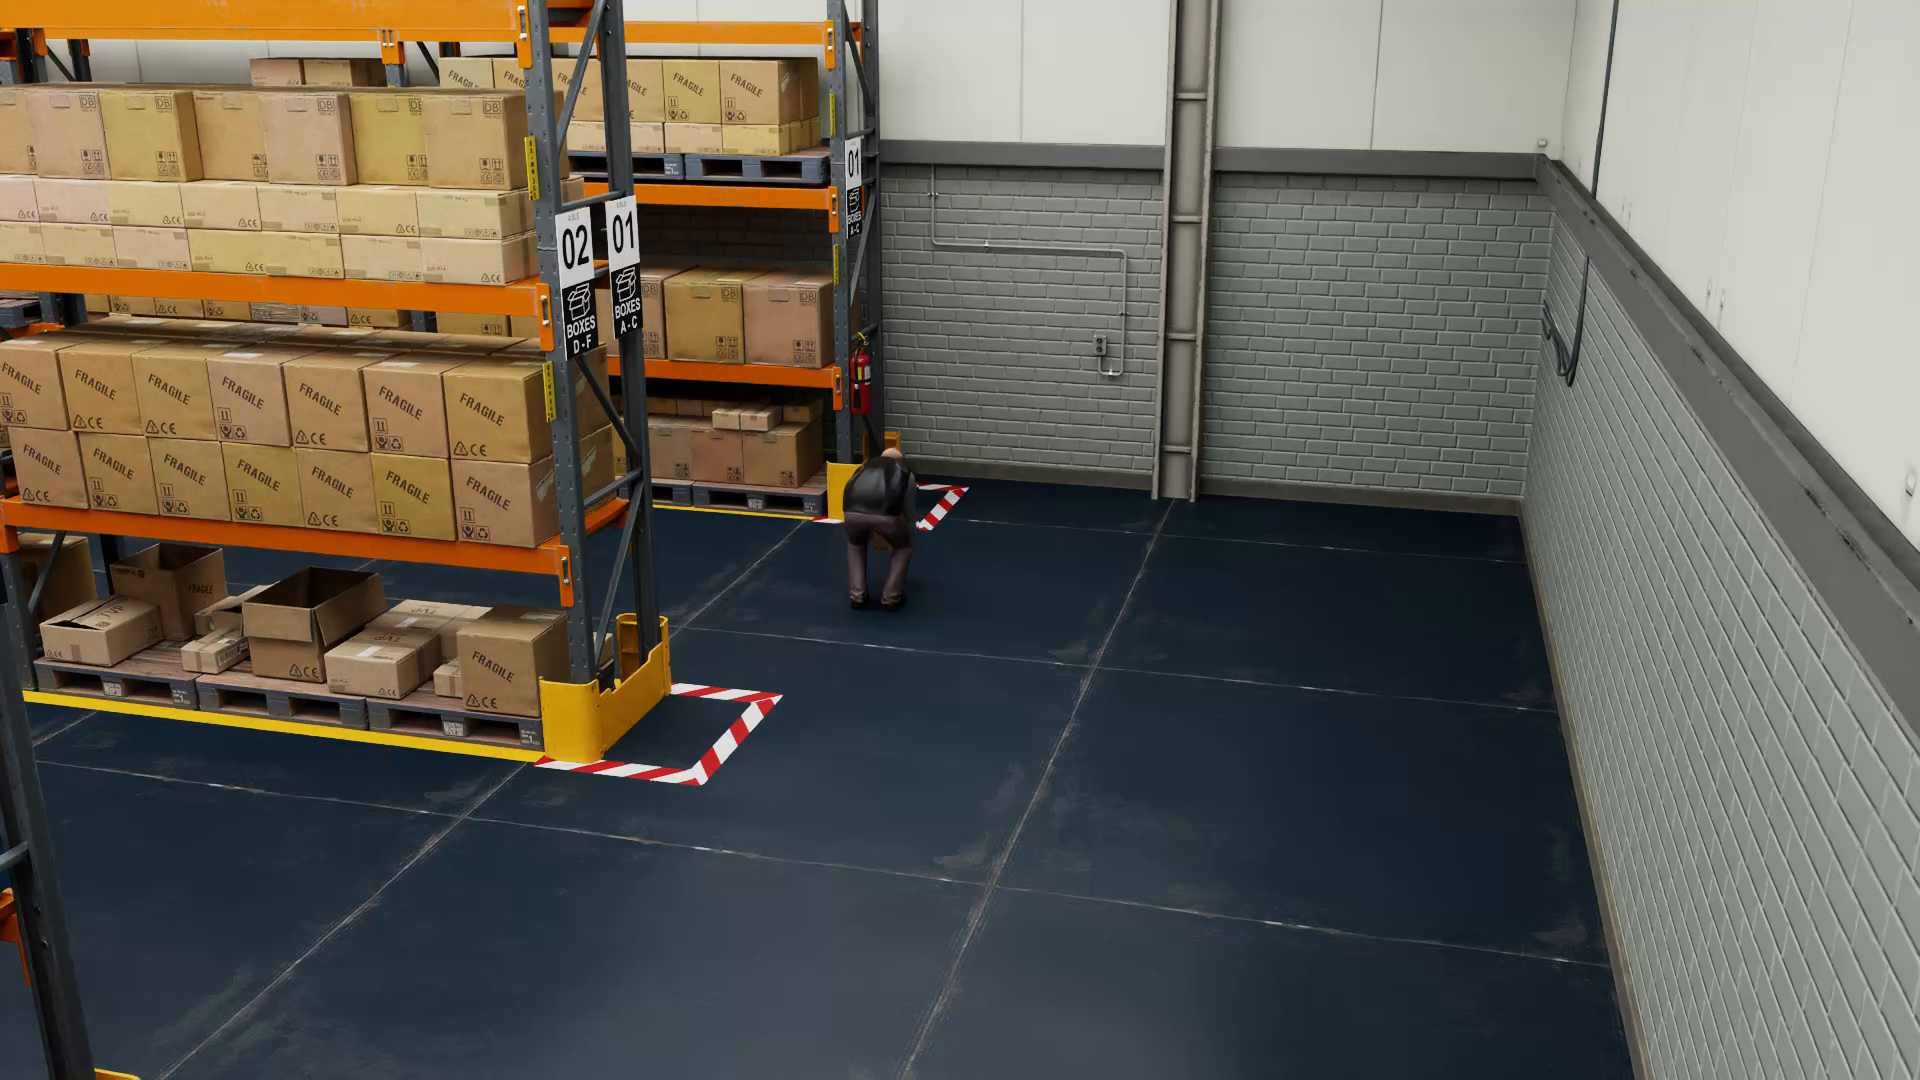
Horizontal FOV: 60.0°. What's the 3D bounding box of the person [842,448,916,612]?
[{"bbox_3d":[-0.580,-0.082,12.382,0.502,1.078,0.949,4,18,11],"label":"person"}]
